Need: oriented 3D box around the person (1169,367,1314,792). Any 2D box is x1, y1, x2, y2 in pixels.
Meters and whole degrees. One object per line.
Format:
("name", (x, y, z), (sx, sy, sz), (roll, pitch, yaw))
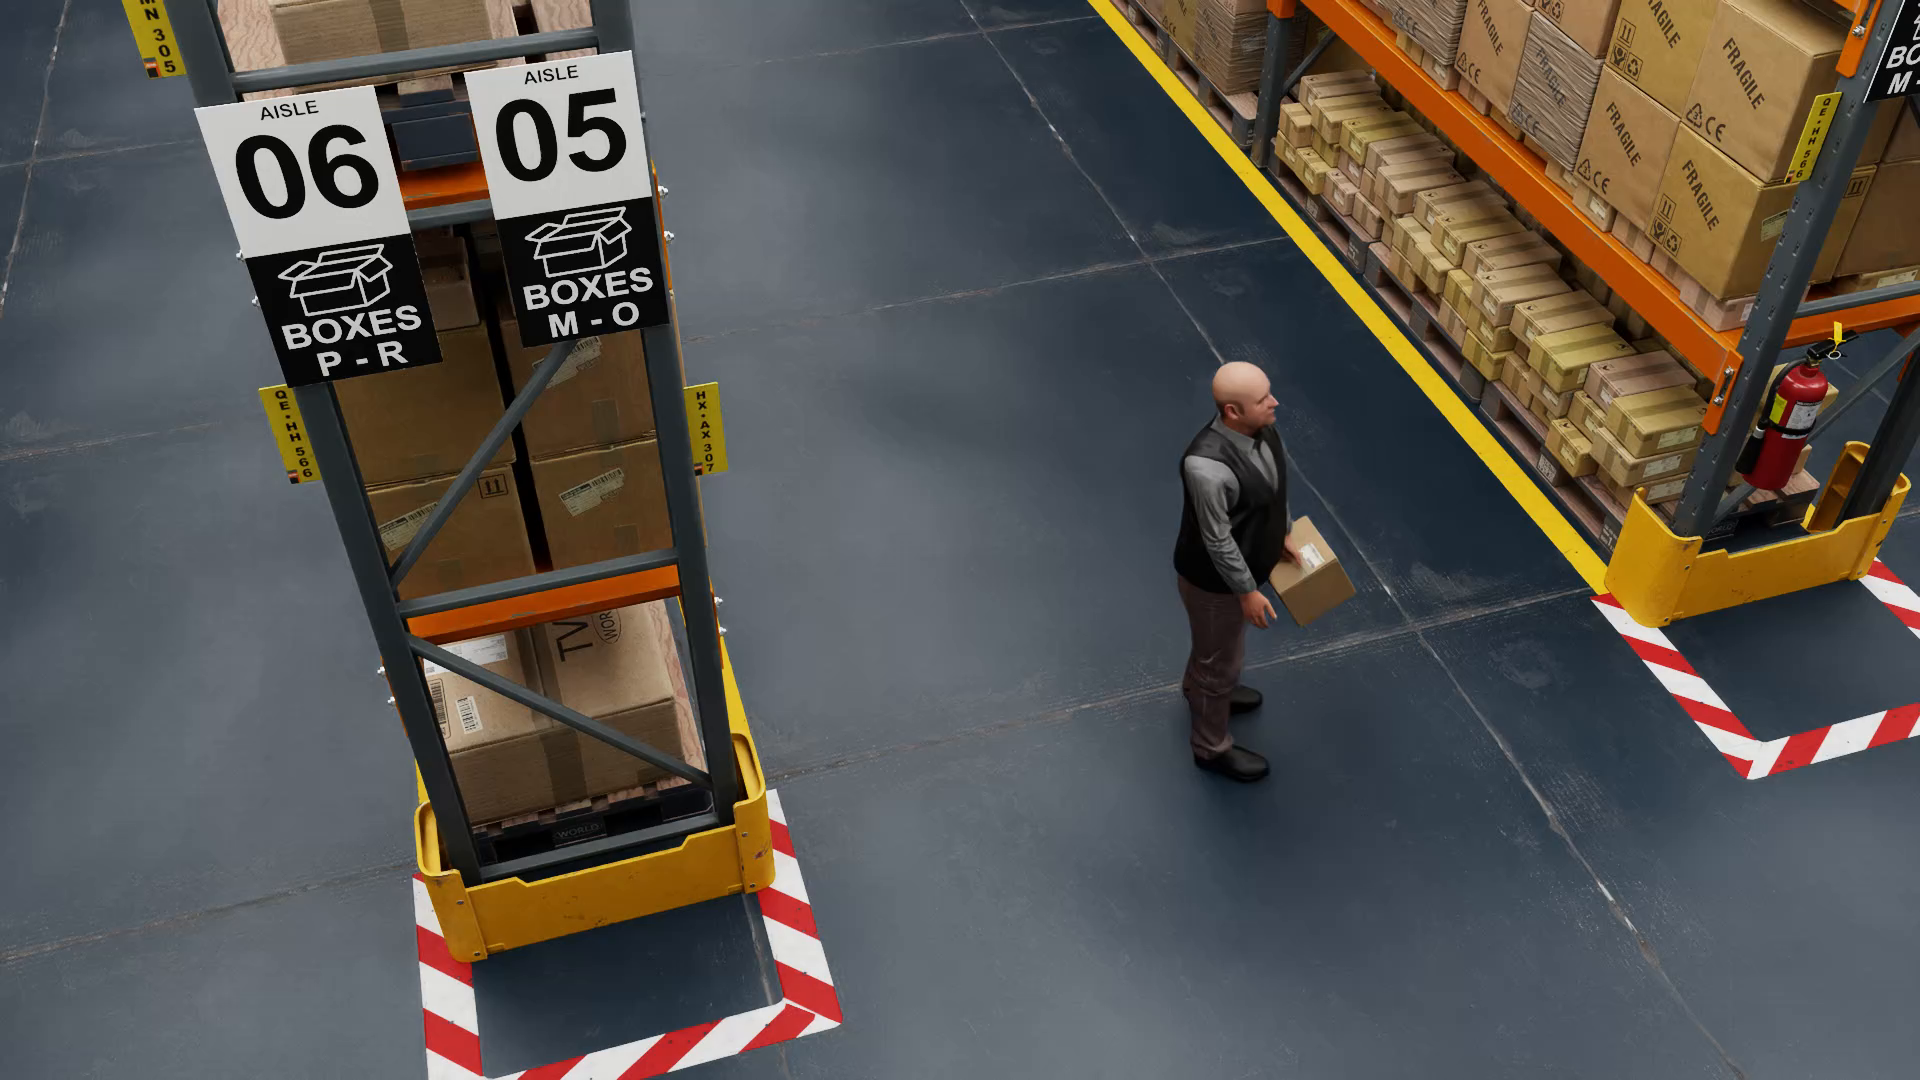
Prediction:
("person", (1.017, 0.140, 5.988), (0.613, 1.723, 0.553), (-20, 46, -21))
